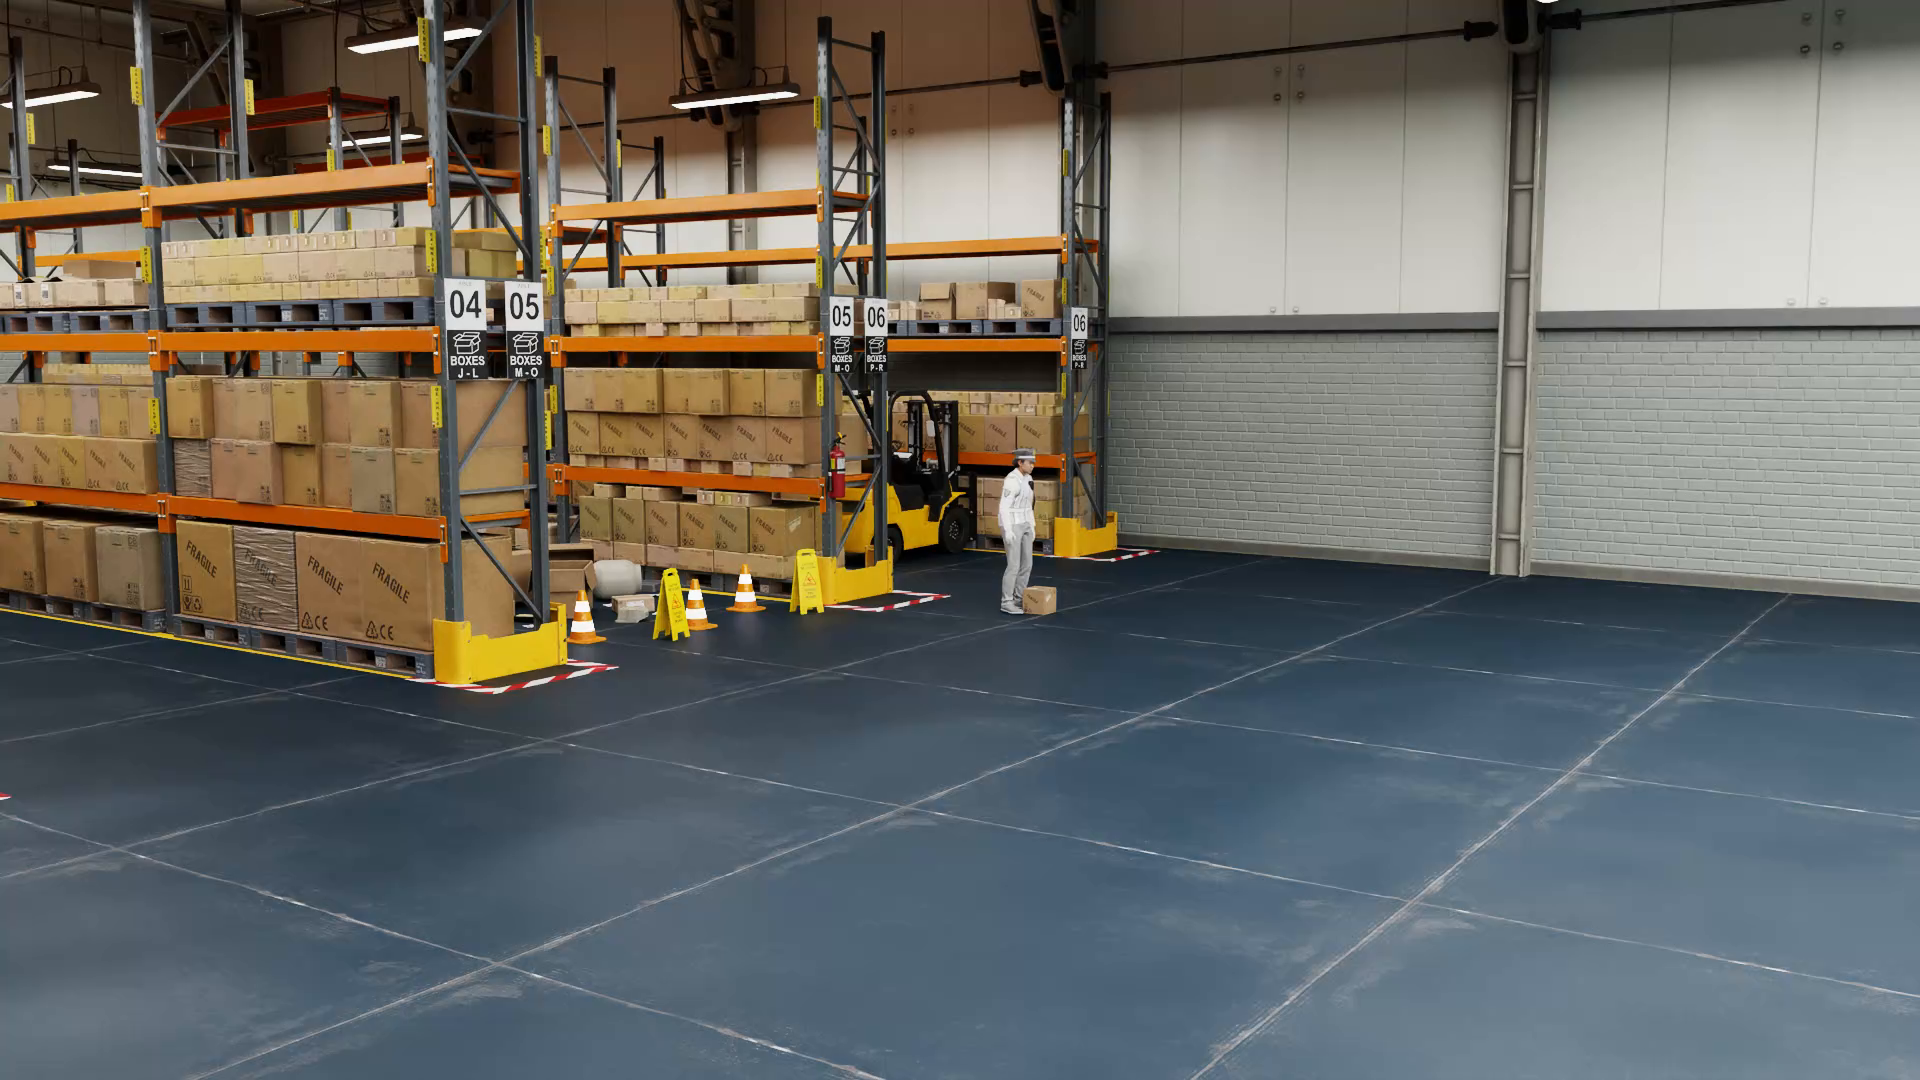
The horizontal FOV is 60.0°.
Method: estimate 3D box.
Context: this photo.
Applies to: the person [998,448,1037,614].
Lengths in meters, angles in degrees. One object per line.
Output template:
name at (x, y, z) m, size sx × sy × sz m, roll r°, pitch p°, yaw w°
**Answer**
person at (0.597, -0.103, 16.905) m, size 0.376 × 1.663 × 0.527 m, roll 4°, pitch 8°, yaw 33°
